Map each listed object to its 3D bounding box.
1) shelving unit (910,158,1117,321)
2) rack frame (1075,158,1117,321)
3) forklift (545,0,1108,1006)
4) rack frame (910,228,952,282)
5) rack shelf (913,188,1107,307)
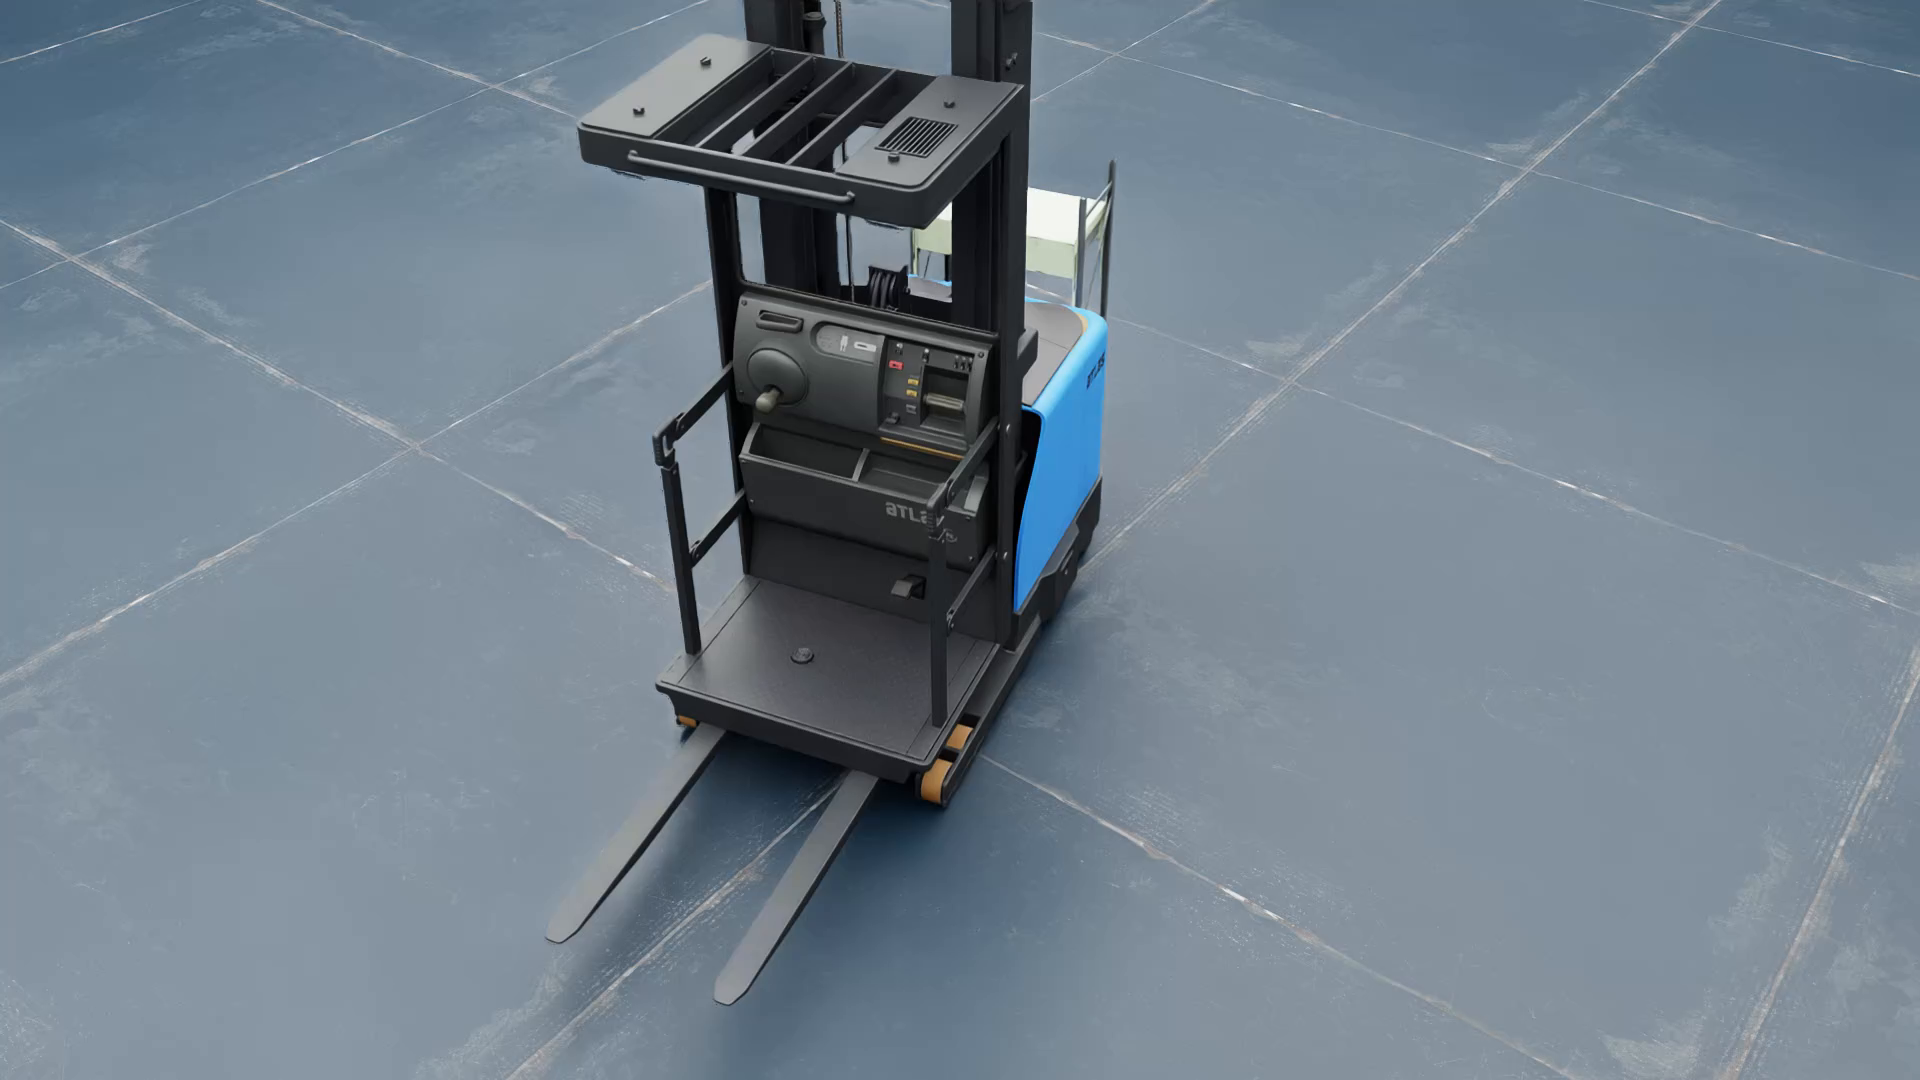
[{"bbox_3d":[0.217,-0.945,7.240,0.755,1.500,0.431,14,40,18],"label":"shelving unit"},{"bbox_3d":[0.554,-0.858,7.129,0.023,1.500,0.400,14,40,18],"label":"rack frame"},{"bbox_3d":[-0.427,-0.498,5.508,1.130,2.935,3.031,14,40,18],"label":"forklift"},{"bbox_3d":[-0.121,-1.032,7.352,0.023,1.500,0.400,14,40,18],"label":"rack frame"},{"bbox_3d":[0.217,-1.253,7.000,0.720,0.370,0.431,14,40,18],"label":"rack shelf"}]
